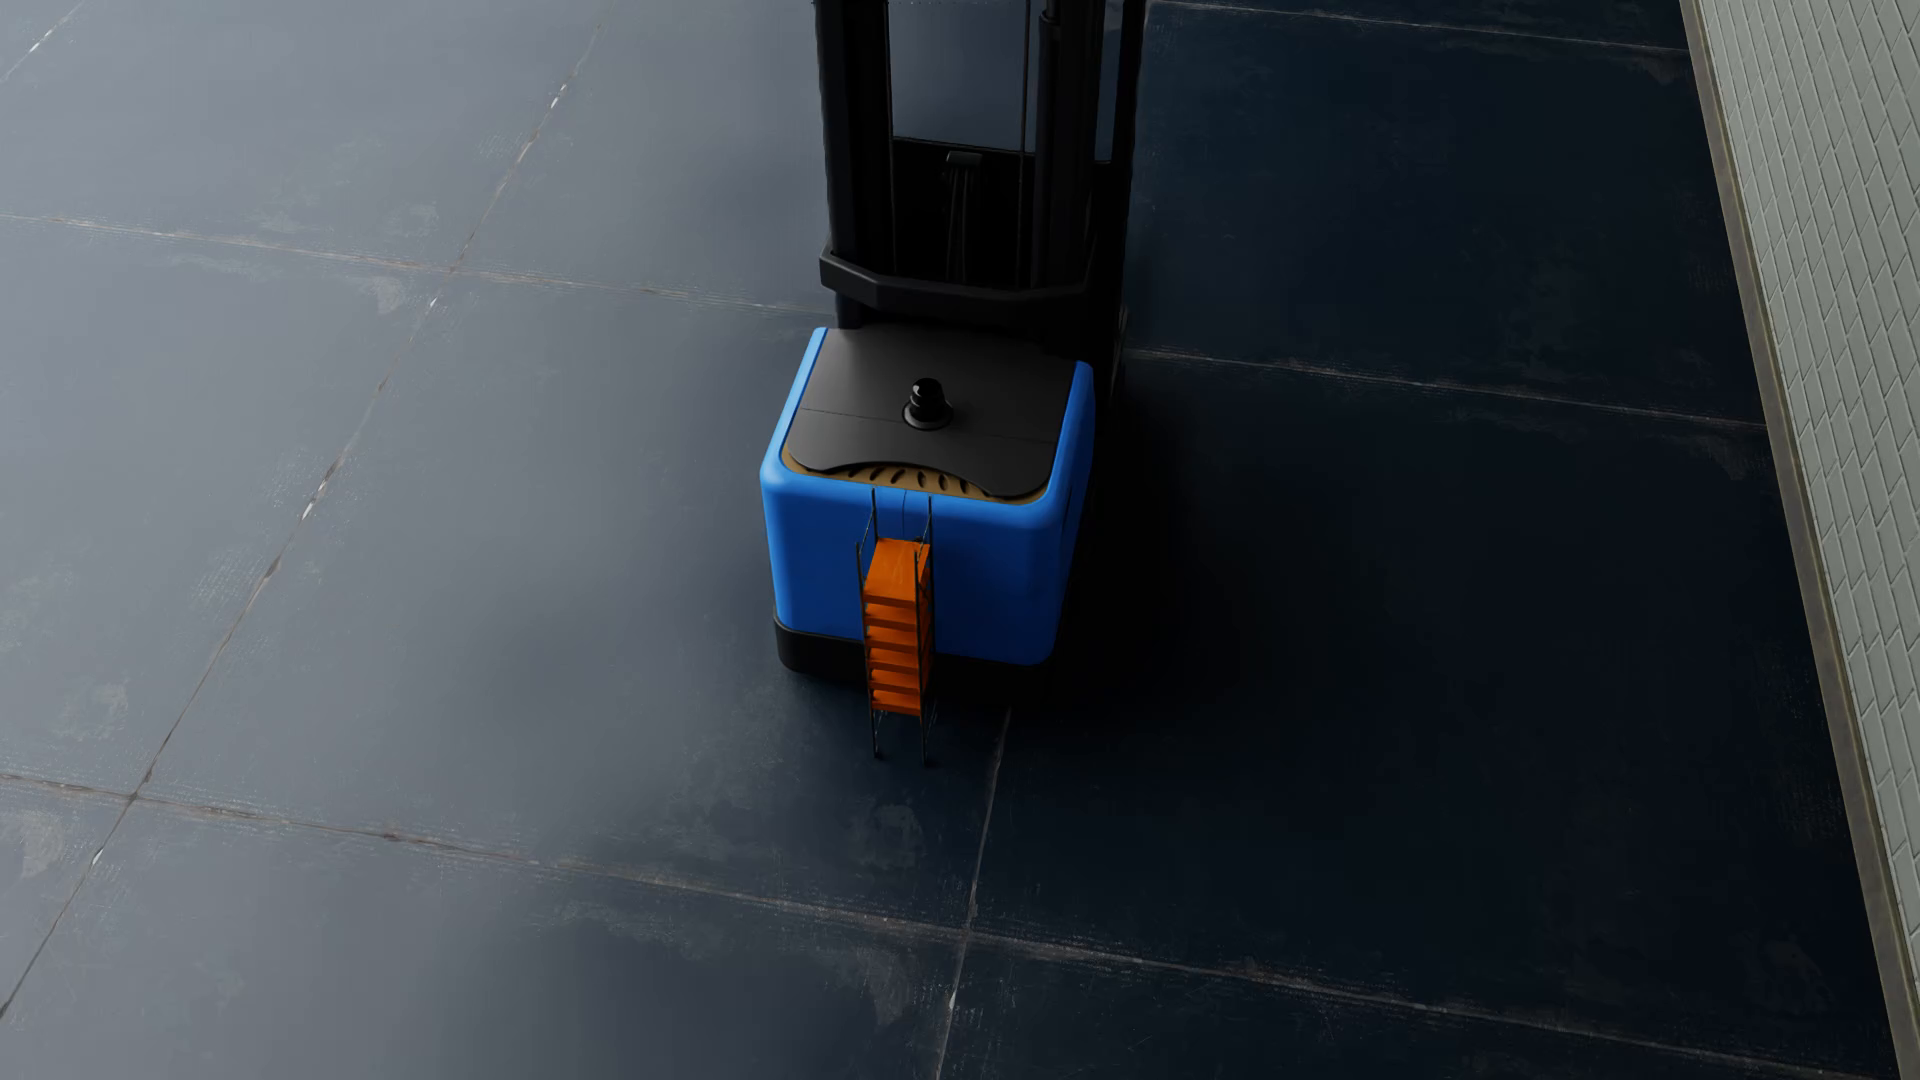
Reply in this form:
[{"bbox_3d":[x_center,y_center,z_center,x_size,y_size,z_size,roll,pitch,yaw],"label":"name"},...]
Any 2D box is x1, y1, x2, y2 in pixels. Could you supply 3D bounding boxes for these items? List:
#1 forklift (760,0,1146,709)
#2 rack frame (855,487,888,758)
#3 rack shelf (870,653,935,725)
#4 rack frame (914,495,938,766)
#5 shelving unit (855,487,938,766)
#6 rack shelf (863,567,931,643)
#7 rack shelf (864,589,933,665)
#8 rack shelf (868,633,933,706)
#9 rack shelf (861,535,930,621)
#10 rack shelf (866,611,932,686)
[{"bbox_3d":[0.107,-1.481,6.083,1.130,2.935,3.031,8,49,7],"label":"forklift"},{"bbox_3d":[-0.291,0.311,5.630,0.006,1.200,0.240,8,50,7],"label":"rack frame"},{"bbox_3d":[-0.199,0.507,5.836,0.180,0.103,0.258,8,50,7],"label":"rack shelf"},{"bbox_3d":[-0.111,0.337,5.607,0.006,1.200,0.240,8,50,7],"label":"rack frame"},{"bbox_3d":[-0.201,0.324,5.618,0.189,1.200,0.258,8,50,7],"label":"shelving unit"},{"bbox_3d":[-0.202,0.198,5.469,0.180,0.103,0.258,8,50,7],"label":"rack shelf"},{"bbox_3d":[-0.202,0.275,5.561,0.180,0.103,0.258,8,50,7],"label":"rack shelf"},{"bbox_3d":[-0.200,0.430,5.744,0.180,0.103,0.258,8,50,7],"label":"rack shelf"},{"bbox_3d":[-0.203,0.121,5.377,0.180,0.103,0.258,8,50,7],"label":"rack shelf"},{"bbox_3d":[-0.201,0.353,5.652,0.180,0.103,0.258,8,50,7],"label":"rack shelf"}]
